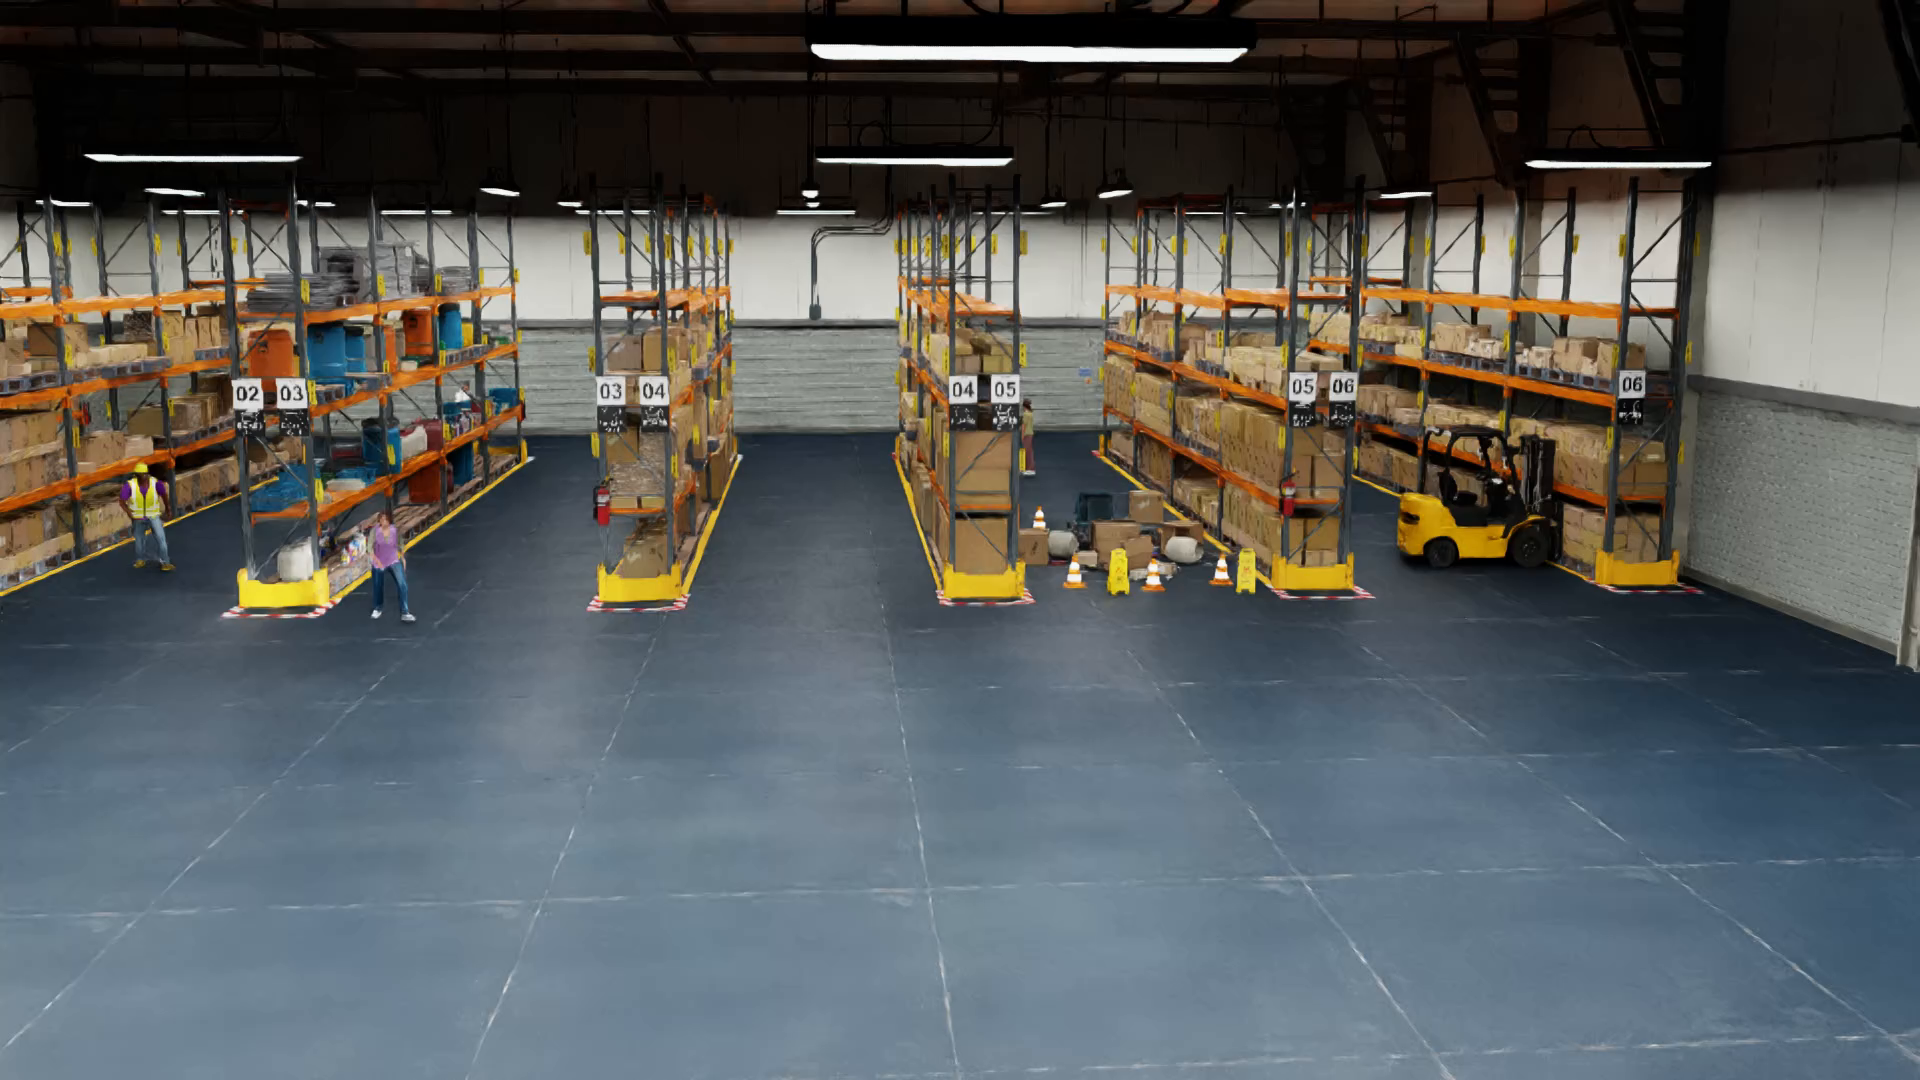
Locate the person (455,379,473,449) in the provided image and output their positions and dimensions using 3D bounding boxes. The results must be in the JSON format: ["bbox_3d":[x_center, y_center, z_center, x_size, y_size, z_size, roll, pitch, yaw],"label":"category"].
[{"bbox_3d":[-12.342,-3.106,41.216,0.508,1.739,0.707,4,11,23],"label":"person"}]

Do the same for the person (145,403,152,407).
[{"bbox_3d":[-17.753,-2.217,36.637,0.578,1.619,0.507,-1,10,-7],"label":"person"}]

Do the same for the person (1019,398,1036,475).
[{"bbox_3d":[1.447,-2.307,36.862,0.570,1.667,0.566,4,11,21],"label":"person"}]

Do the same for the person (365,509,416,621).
[{"bbox_3d":[-7.718,0.320,22.425,0.572,1.530,0.769,-4,11,-24],"label":"person"}]

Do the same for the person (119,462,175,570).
[{"bbox_3d":[-12.689,-0.384,25.936,0.711,1.696,0.831,-4,11,-22],"label":"person"}]
